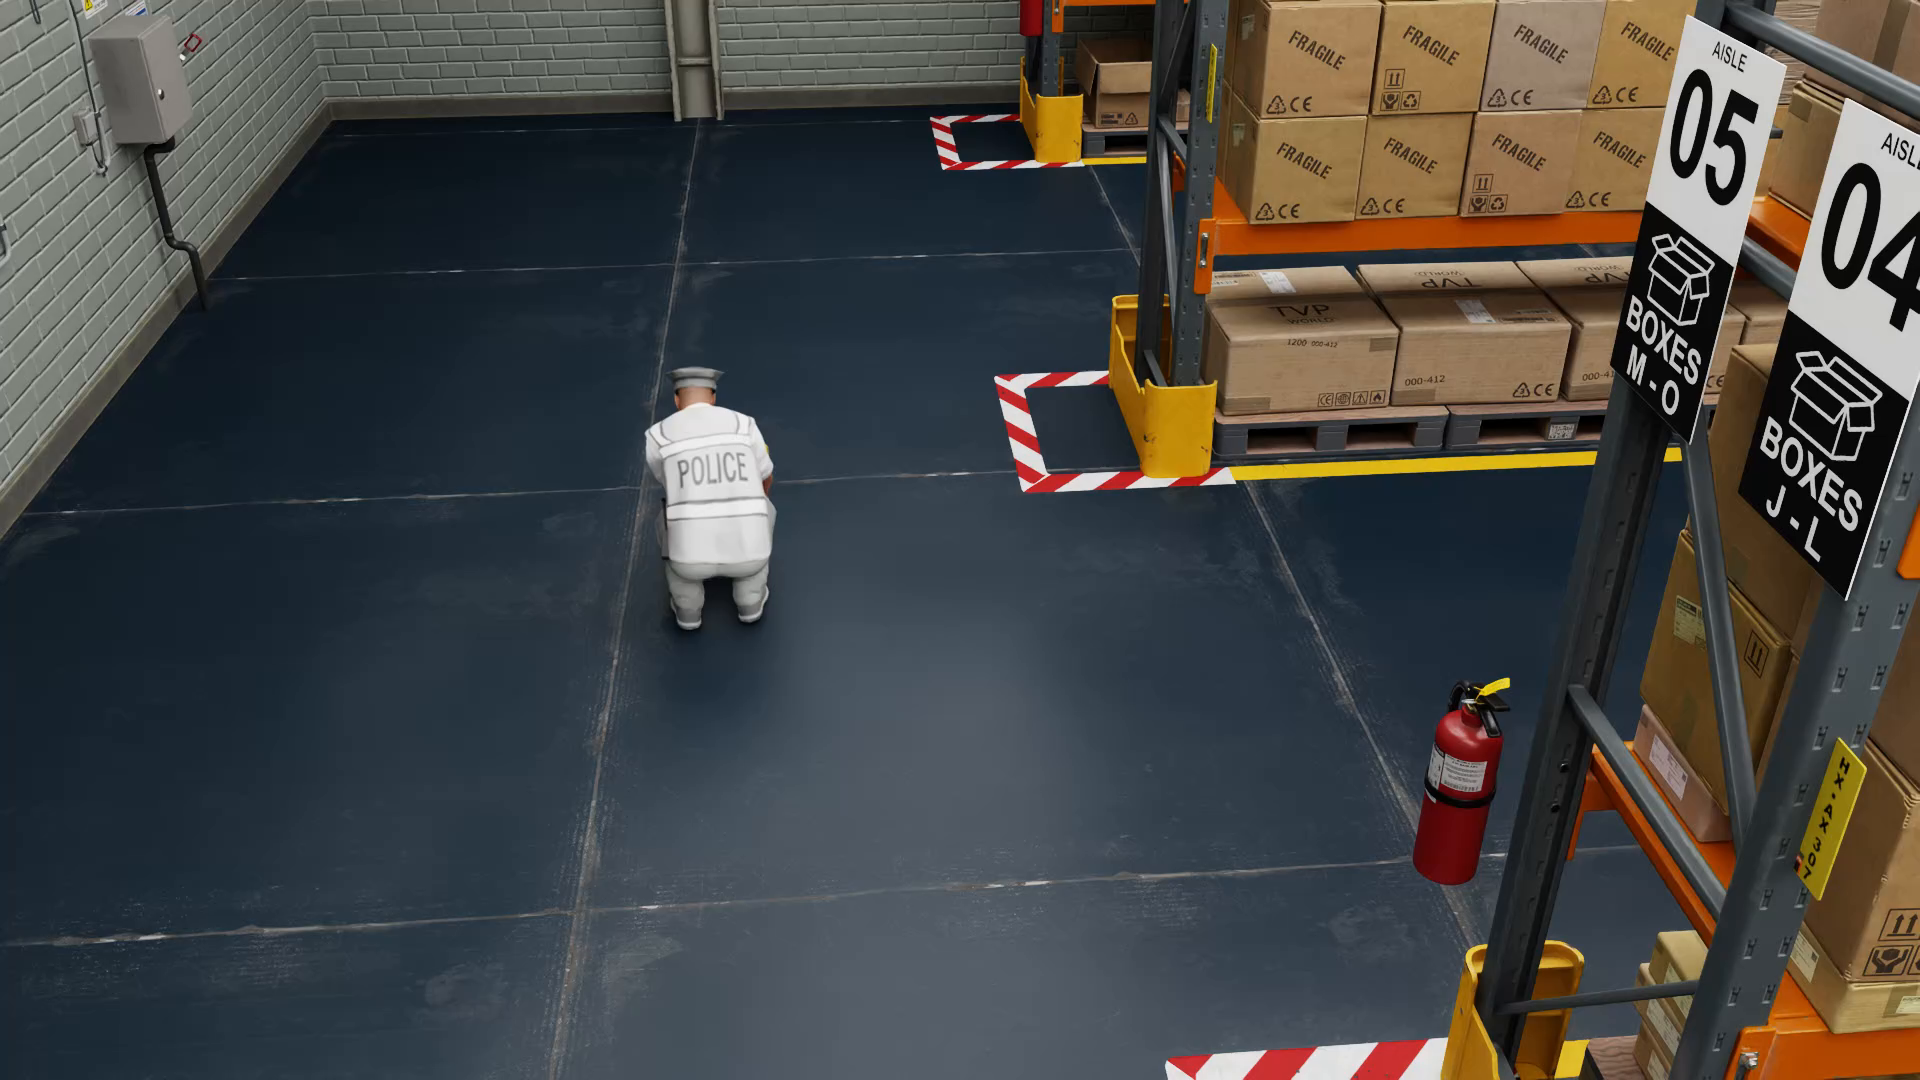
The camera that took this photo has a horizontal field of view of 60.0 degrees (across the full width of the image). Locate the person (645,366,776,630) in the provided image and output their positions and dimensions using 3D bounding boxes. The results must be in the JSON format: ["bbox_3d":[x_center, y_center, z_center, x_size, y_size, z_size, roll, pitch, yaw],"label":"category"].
[{"bbox_3d":[-1.069,-0.184,7.166,0.536,1.016,0.903,-3,31,-5],"label":"person"}]
